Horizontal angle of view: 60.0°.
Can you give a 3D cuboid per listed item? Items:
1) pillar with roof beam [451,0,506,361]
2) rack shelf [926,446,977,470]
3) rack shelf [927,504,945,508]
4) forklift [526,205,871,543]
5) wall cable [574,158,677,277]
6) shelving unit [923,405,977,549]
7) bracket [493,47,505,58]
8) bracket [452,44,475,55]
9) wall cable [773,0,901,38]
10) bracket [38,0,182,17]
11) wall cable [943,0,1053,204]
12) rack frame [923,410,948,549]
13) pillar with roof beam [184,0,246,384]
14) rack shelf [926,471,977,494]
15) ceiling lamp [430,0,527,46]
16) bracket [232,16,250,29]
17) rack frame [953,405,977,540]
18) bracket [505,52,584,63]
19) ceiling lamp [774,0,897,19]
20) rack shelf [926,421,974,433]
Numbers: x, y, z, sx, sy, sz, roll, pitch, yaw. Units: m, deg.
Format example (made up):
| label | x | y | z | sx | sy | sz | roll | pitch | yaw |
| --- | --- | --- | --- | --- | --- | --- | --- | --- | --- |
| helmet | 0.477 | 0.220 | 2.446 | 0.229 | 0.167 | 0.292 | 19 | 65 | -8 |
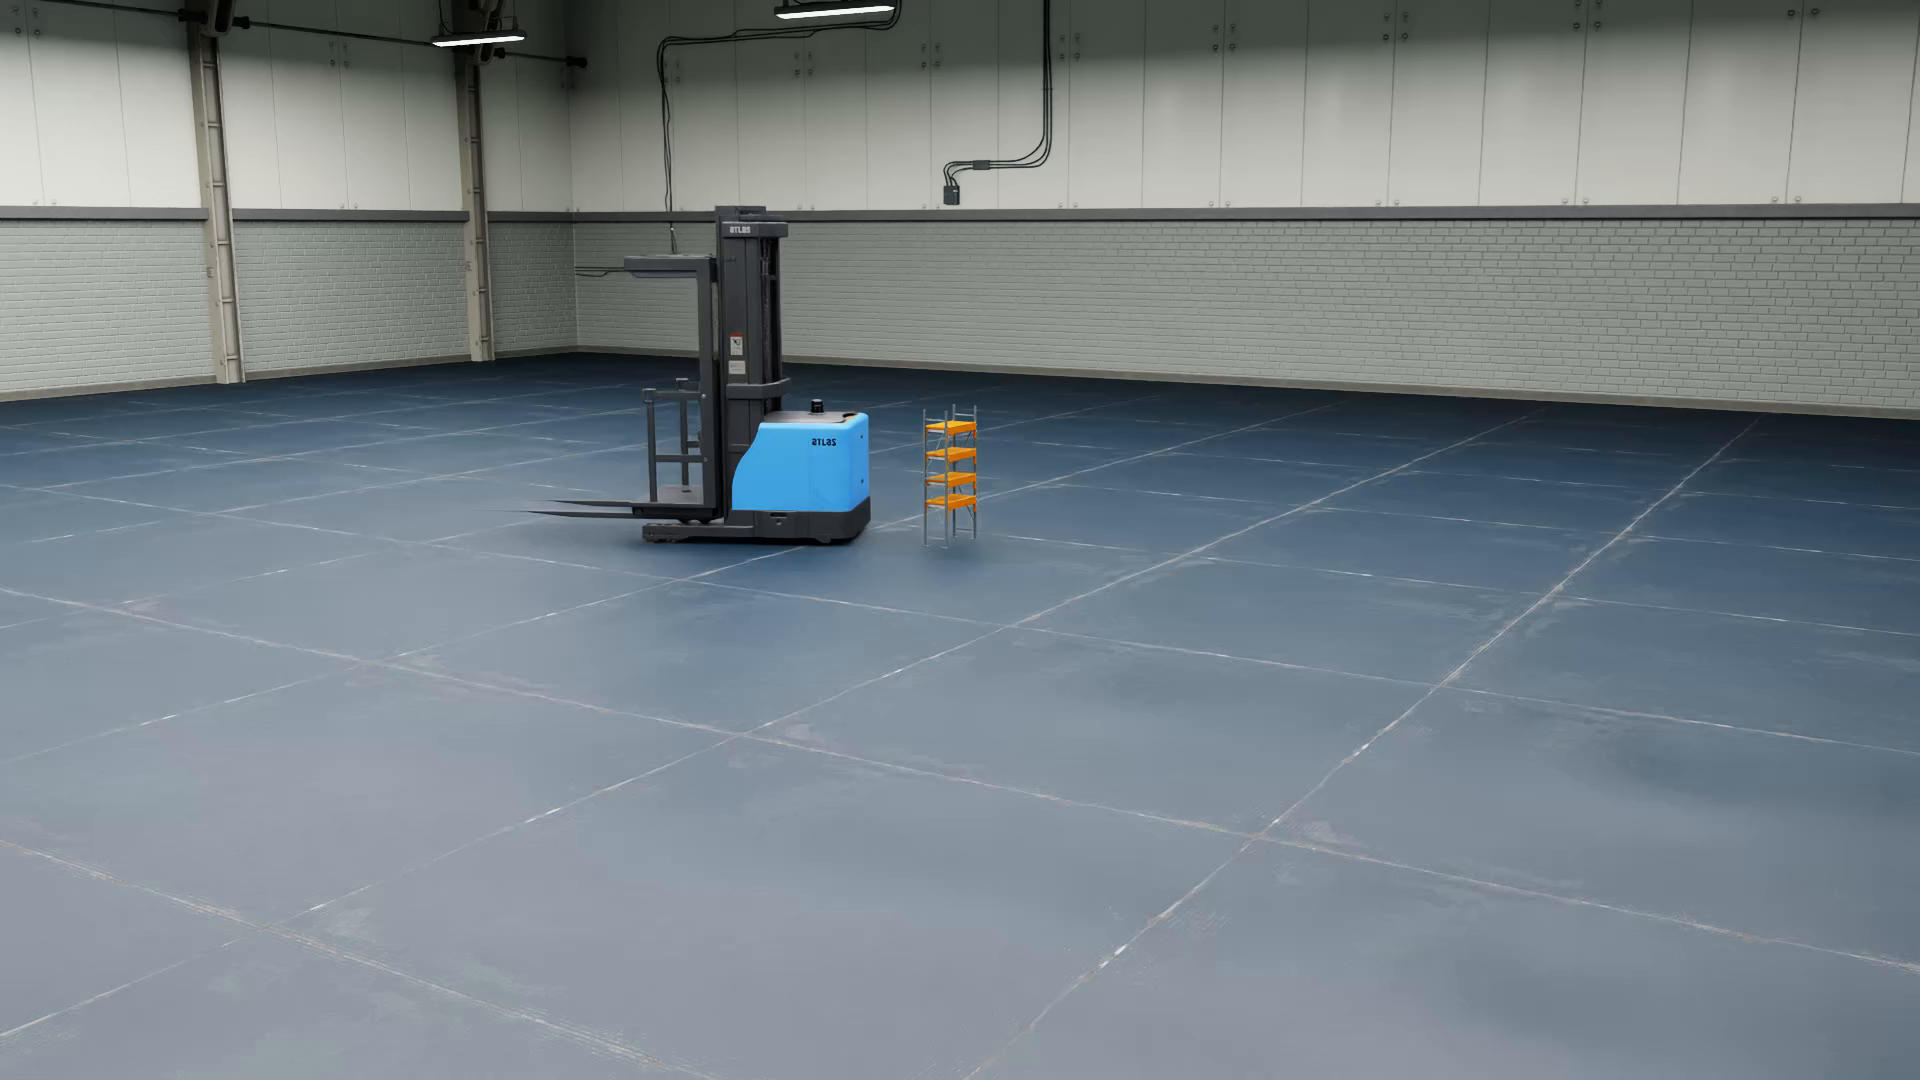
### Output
| label | x | y | z | sx | sy | sz | roll | pitch | yaw |
| --- | --- | --- | --- | --- | --- | --- | --- | --- | --- |
| pillar with roof beam | -6.403 | -7.805 | 32.106 | 9.100 | 9.000 | 0.548 | 6 | 12 | 31 |
| rack shelf | -0.086 | -0.717 | 14.590 | 0.258 | 0.148 | 0.480 | 6 | 12 | 31 |
| rack shelf | -0.086 | -0.331 | 14.663 | 0.199 | 0.029 | 0.442 | 6 | 12 | 31 |
| forklift | -2.386 | -1.508 | 14.959 | 3.031 | 2.935 | 1.130 | 1 | 11 | 7 |
| wall cable | -7.423 | -7.027 | 36.389 | 3.097 | 2.526 | 0.112 | 6 | 12 | 31 |
| shelving unit | -0.086 | -0.564 | 14.619 | 0.258 | 1.200 | 0.503 | 6 | 12 | 31 |
| bracket | -9.564 | -10.017 | 34.140 | 0.235 | 0.232 | 0.430 | 6 | 12 | 31 |
| bracket | -9.995 | -9.887 | 33.442 | 0.235 | 0.232 | 0.430 | 6 | 12 | 31 |
| wall cable | -2.466 | -11.191 | 32.546 | 3.097 | 2.526 | 0.112 | 6 | 12 | 31 |
| bracket | -14.447 | -8.538 | 26.237 | 0.076 | 0.066 | 4.783 | 6 | 12 | 31 |
| wall cable | 0.683 | -9.316 | 30.932 | 2.305 | 6.003 | 0.169 | 6 | 12 | 31 |
| rack frame | -0.213 | -0.525 | 14.414 | 0.240 | 1.200 | 0.015 | 6 | 12 | 31 |
| pillar with roof beam | -9.518 | -6.862 | 27.066 | 9.100 | 9.000 | 0.400 | 6 | 12 | 31 |
| rack shelf | -0.086 | -0.498 | 14.632 | 0.258 | 0.148 | 0.480 | 6 | 12 | 31 |
| ceiling lamp | -8.029 | -10.024 | 28.096 | 2.000 | 3.185 | 0.800 | 6 | 12 | 31 |
| bracket | -12.679 | -9.074 | 29.099 | 0.235 | 0.232 | 0.430 | 6 | 12 | 31 |
| rack frame | 0.041 | -0.602 | 14.824 | 0.240 | 1.200 | 0.015 | 6 | 12 | 31 |
| bracket | -8.640 | -10.297 | 35.634 | 0.076 | 0.066 | 3.189 | 6 | 12 | 31 |
| ceiling lamp | -1.713 | -9.318 | 24.325 | 2.000 | 3.185 | 0.800 | 6 | 12 | 31 |
| rack shelf | -0.086 | -0.988 | 14.540 | 0.221 | 0.050 | 0.457 | 6 | 12 | 31 |
